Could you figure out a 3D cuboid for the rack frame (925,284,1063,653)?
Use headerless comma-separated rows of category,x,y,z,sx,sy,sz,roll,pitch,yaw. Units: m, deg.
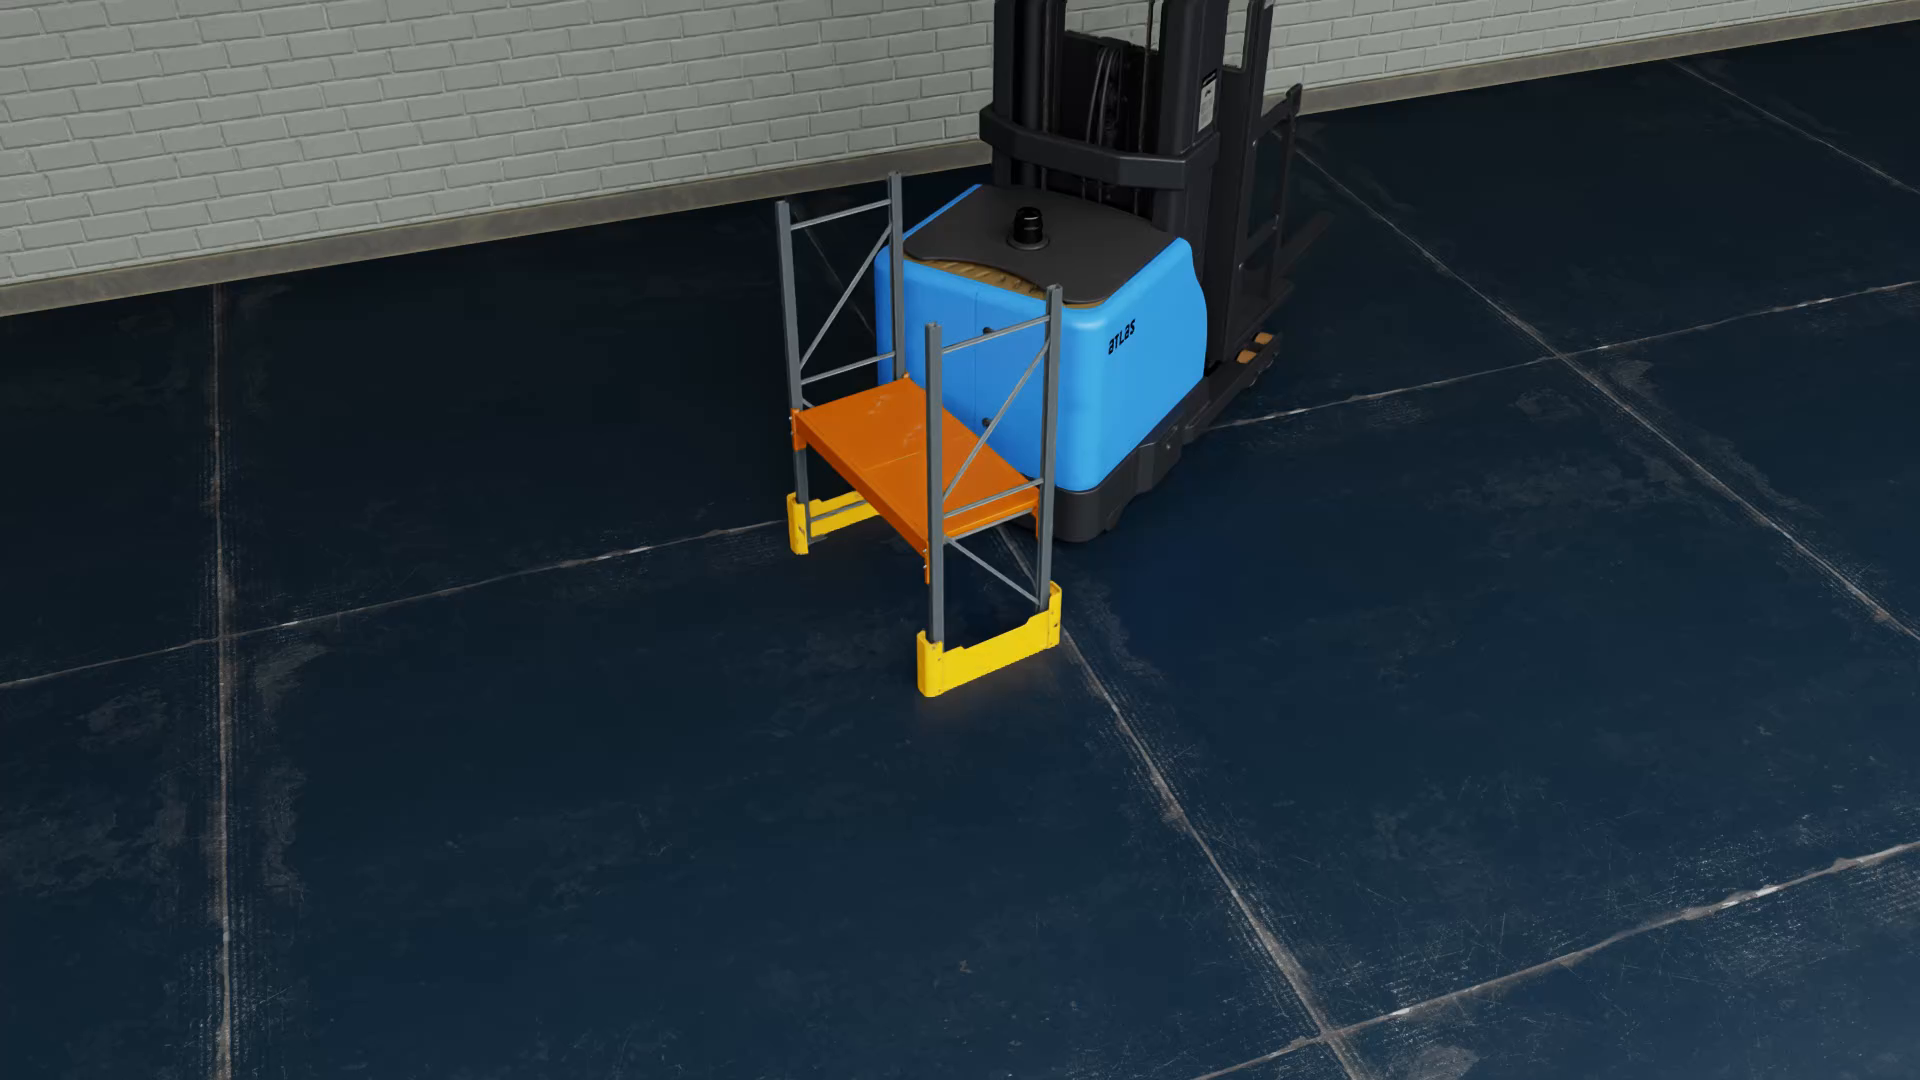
rack frame,0.110,-0.139,5.688,0.500,1.500,0.032,-21,42,-25

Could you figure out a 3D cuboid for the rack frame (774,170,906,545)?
rack frame,-0.432,-0.657,6.375,0.500,1.500,0.032,-21,42,-25

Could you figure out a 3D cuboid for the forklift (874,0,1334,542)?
forklift,0.855,-2.018,6.993,1.130,2.935,3.031,21,42,25

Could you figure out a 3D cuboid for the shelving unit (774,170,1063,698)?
shelving unit,-0.156,-0.393,6.026,0.587,1.500,1.083,-21,42,-25

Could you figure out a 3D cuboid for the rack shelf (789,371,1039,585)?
rack shelf,-0.161,-0.254,6.140,0.538,0.185,1.000,-21,42,-25

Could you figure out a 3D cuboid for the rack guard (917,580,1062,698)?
rack guard,0.110,0.359,6.065,0.587,0.250,0.087,-21,42,-25

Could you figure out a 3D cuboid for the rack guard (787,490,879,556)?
rack guard,-0.421,-0.148,6.738,0.587,0.250,0.087,-21,42,-25
